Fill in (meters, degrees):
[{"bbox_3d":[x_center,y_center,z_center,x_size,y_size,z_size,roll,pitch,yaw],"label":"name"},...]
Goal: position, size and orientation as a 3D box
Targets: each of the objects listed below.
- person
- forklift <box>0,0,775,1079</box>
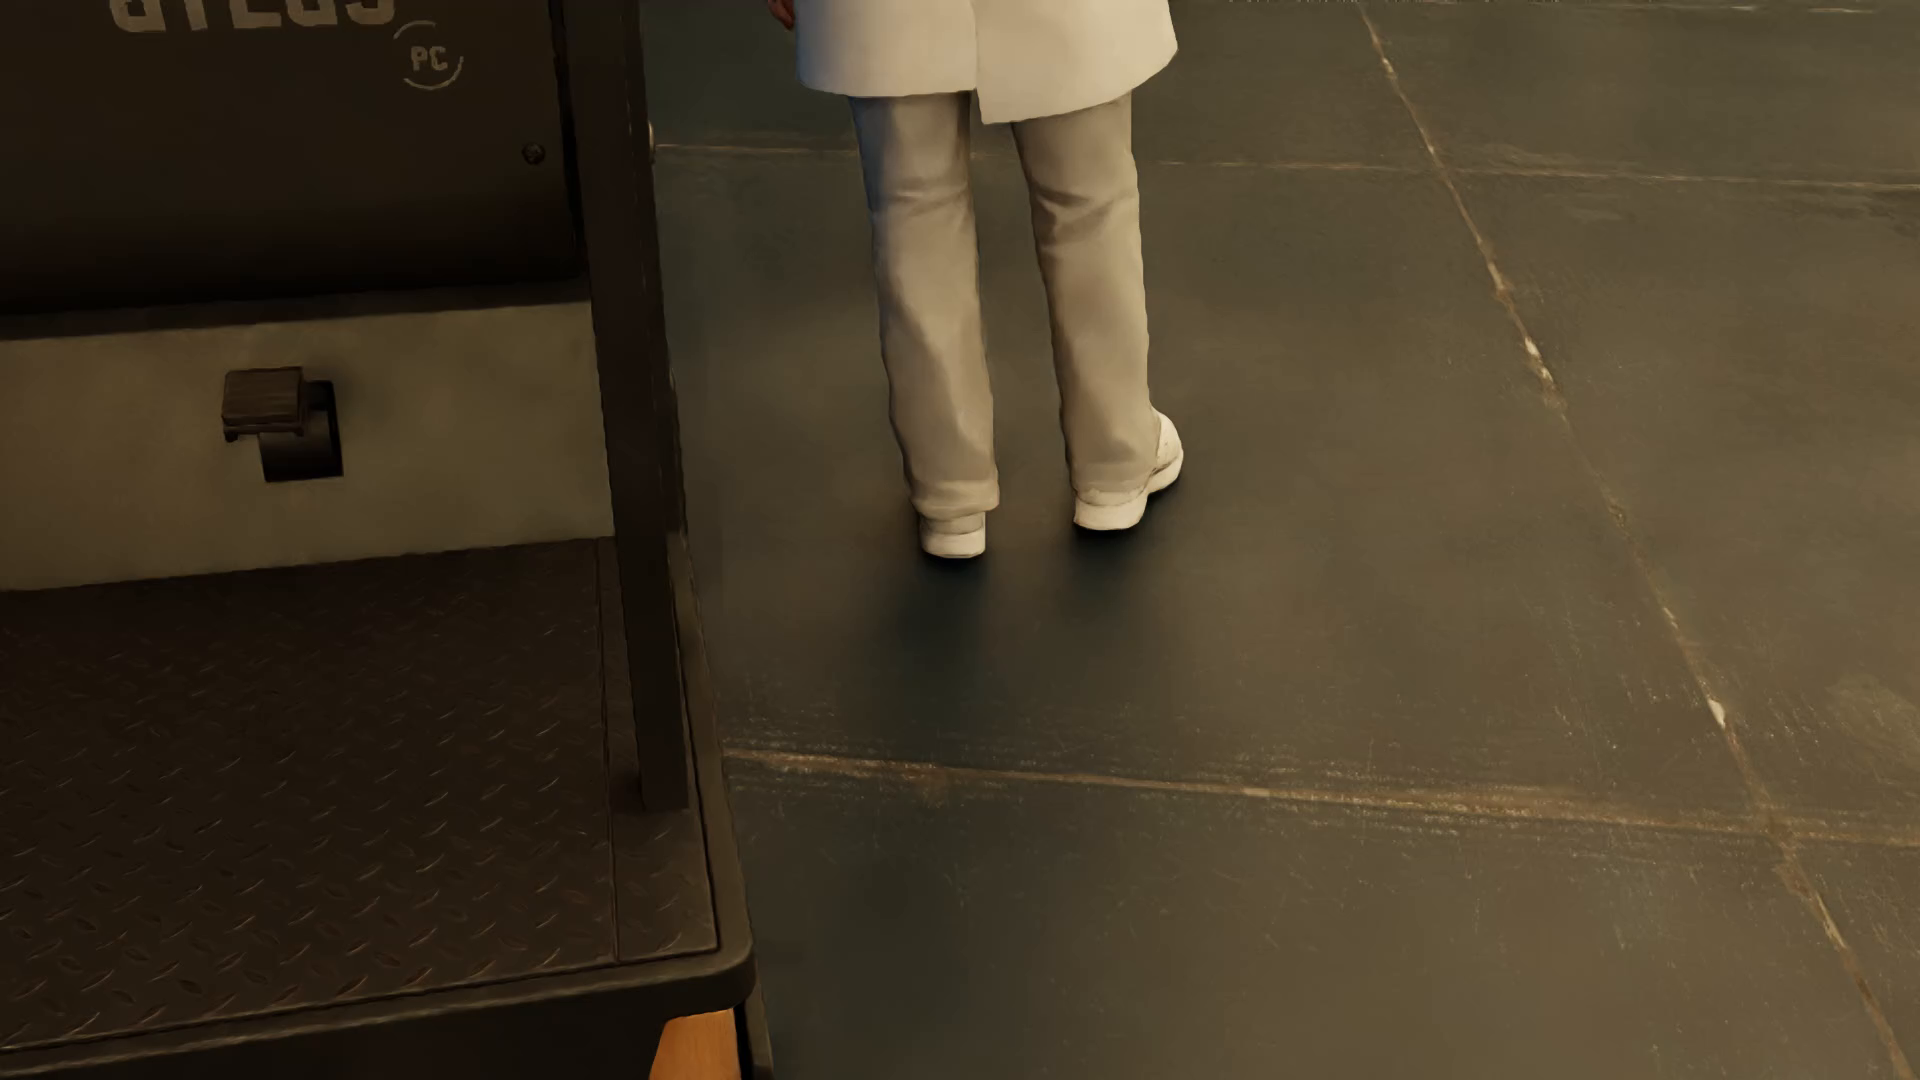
[{"bbox_3d":[0.020,-0.842,2.179,0.688,1.776,0.580,3,27,7],"label":"person"},{"bbox_3d":[-0.771,-0.861,0.941,1.130,2.935,3.031,-6,27,-11],"label":"forklift"}]
